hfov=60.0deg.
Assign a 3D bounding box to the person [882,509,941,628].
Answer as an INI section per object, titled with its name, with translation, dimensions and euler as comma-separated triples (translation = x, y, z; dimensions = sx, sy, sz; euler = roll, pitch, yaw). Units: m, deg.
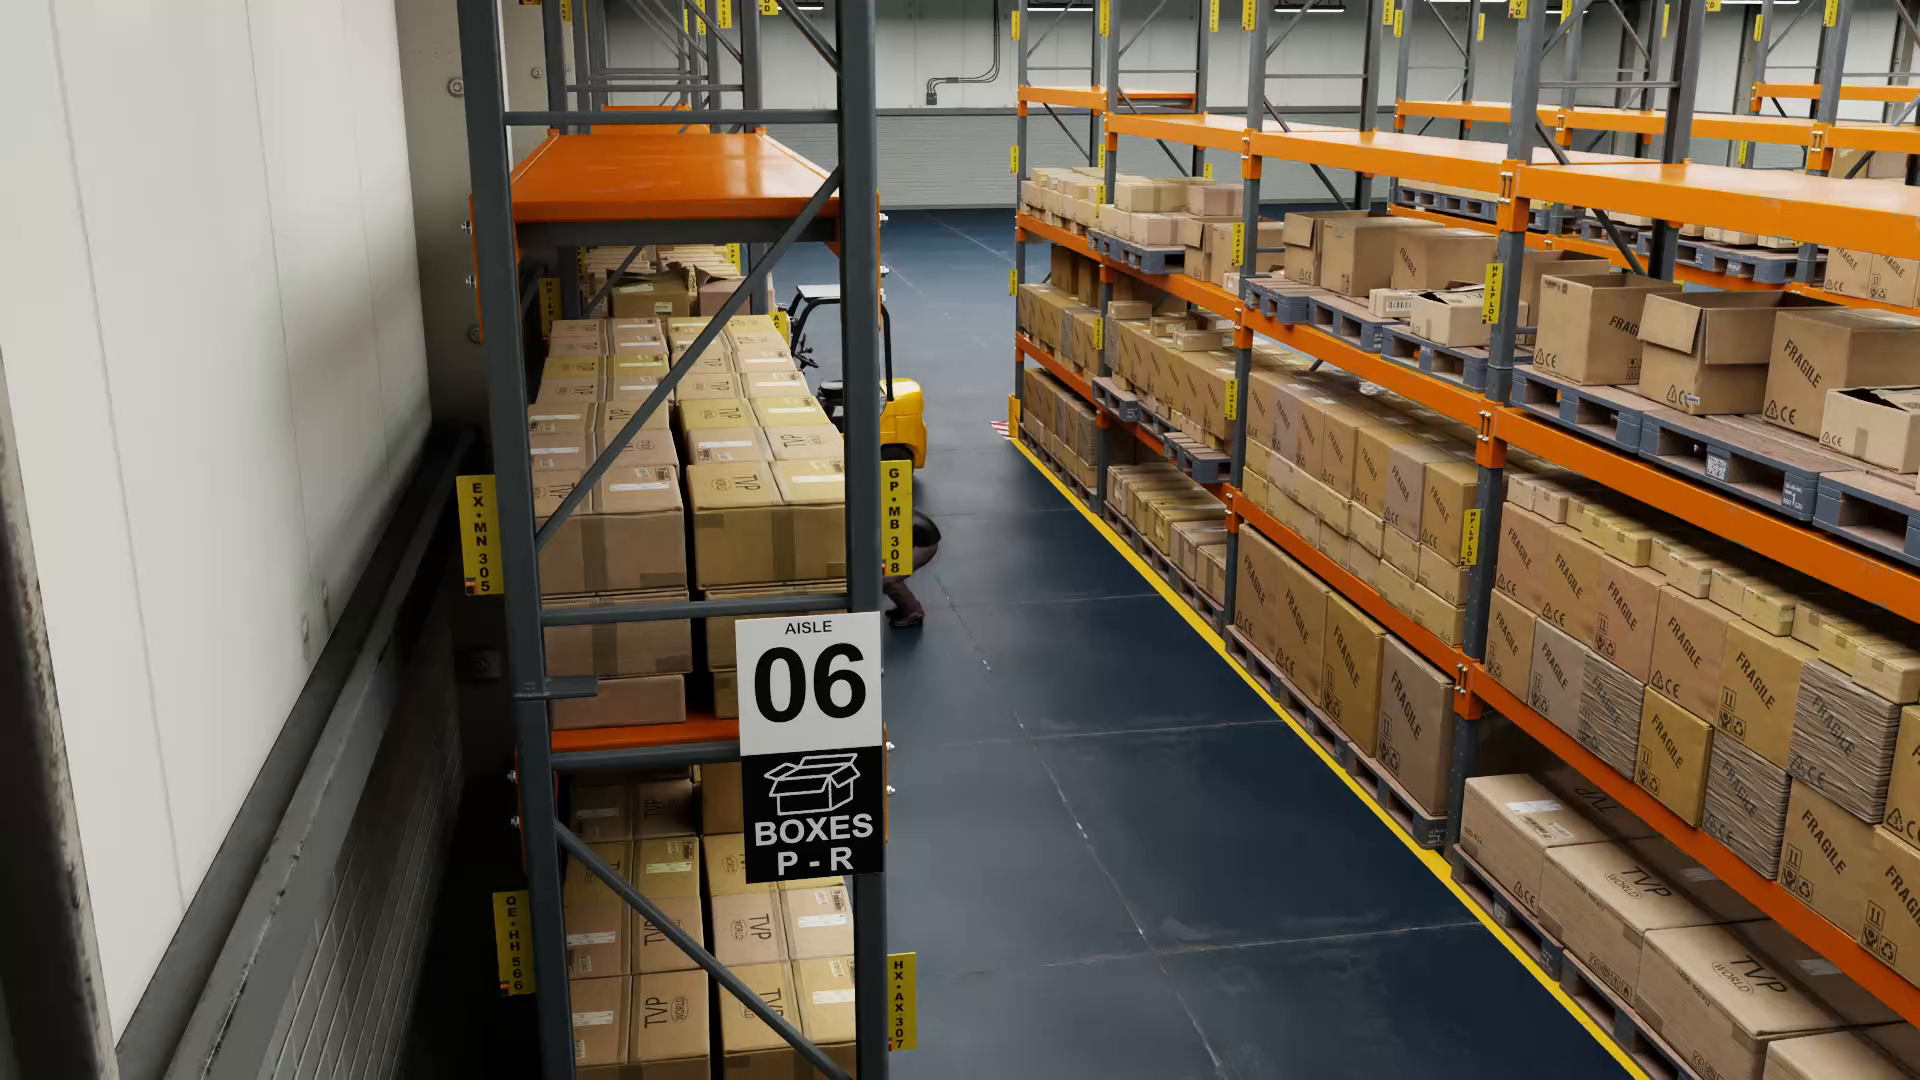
[person]
translation = -0.640, 0.220, 14.100
dimensions = 0.949, 1.008, 0.514
euler = -4, 17, -13
